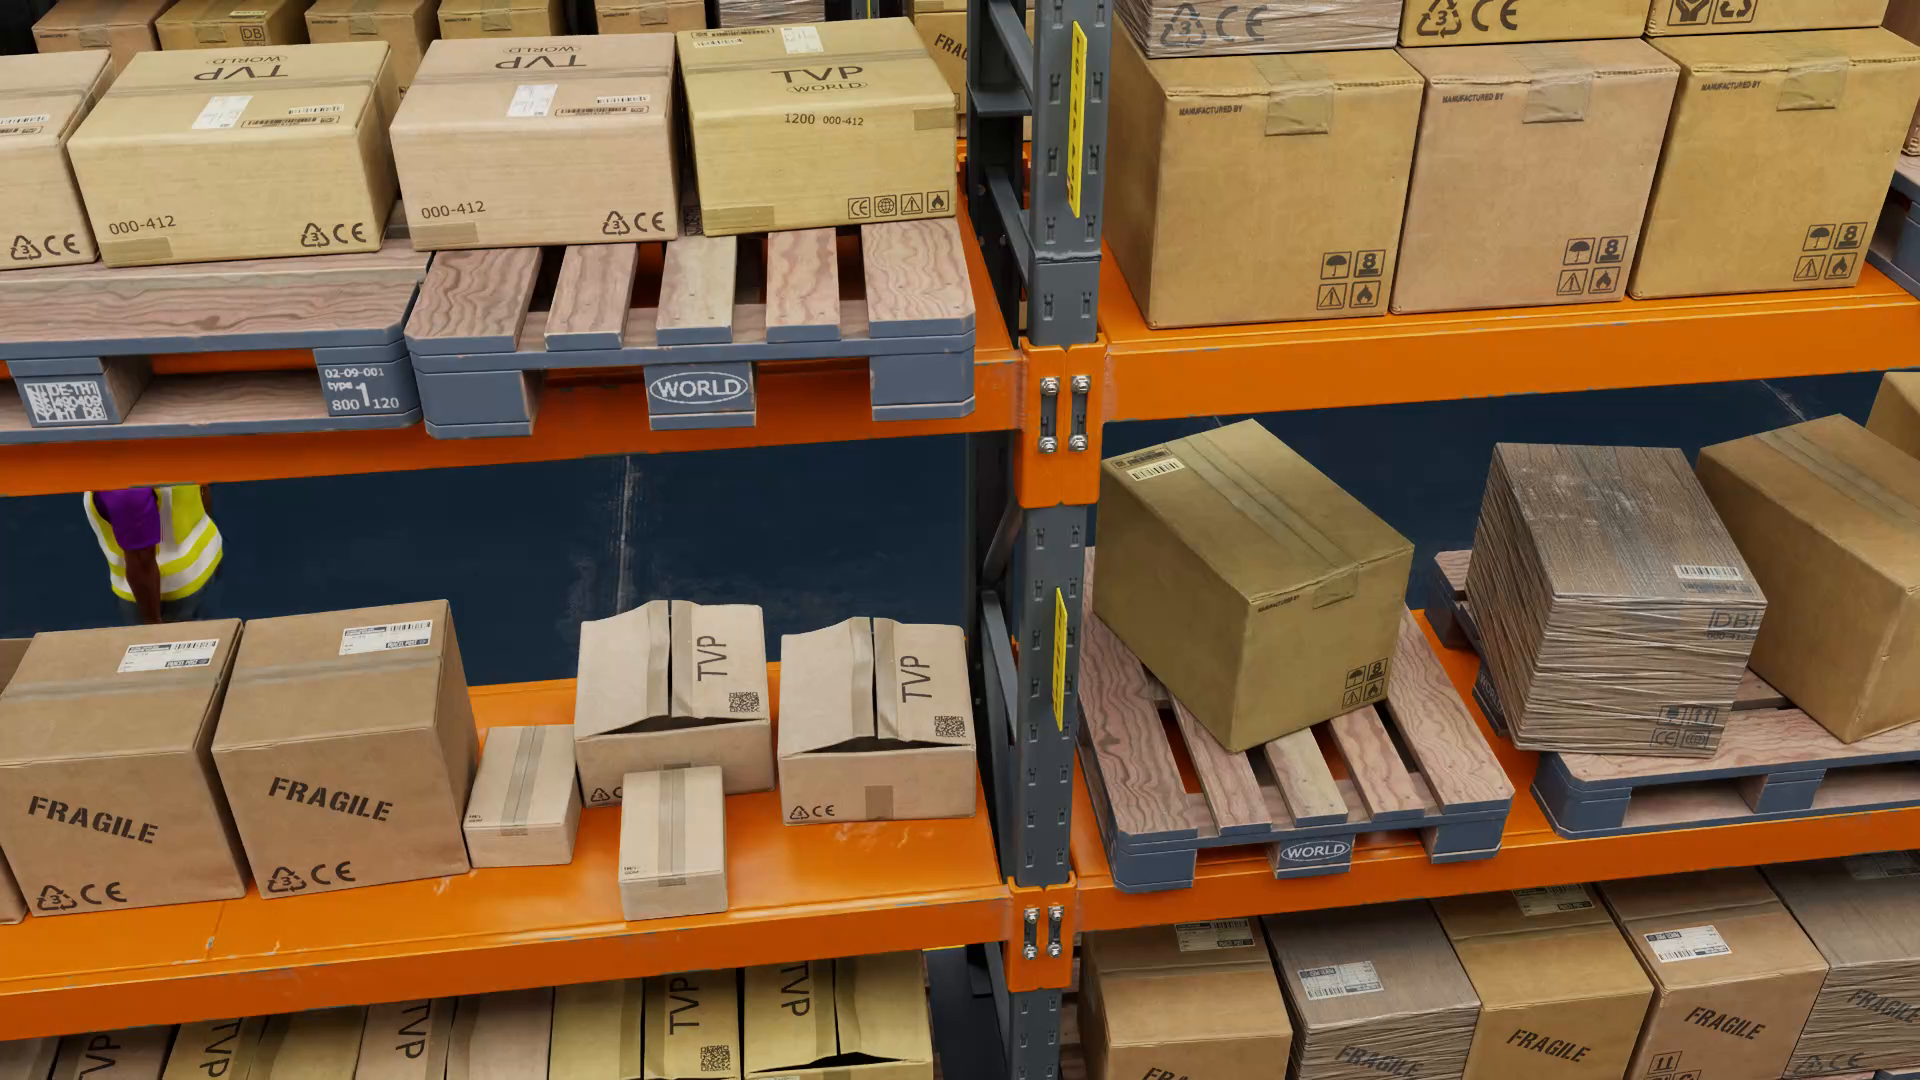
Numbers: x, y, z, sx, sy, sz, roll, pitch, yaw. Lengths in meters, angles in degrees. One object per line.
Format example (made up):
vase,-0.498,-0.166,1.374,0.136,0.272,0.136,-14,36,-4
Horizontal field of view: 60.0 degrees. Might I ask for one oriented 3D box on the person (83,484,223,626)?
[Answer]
person,-2.772,0.113,5.915,0.561,1.752,0.578,1,35,1
